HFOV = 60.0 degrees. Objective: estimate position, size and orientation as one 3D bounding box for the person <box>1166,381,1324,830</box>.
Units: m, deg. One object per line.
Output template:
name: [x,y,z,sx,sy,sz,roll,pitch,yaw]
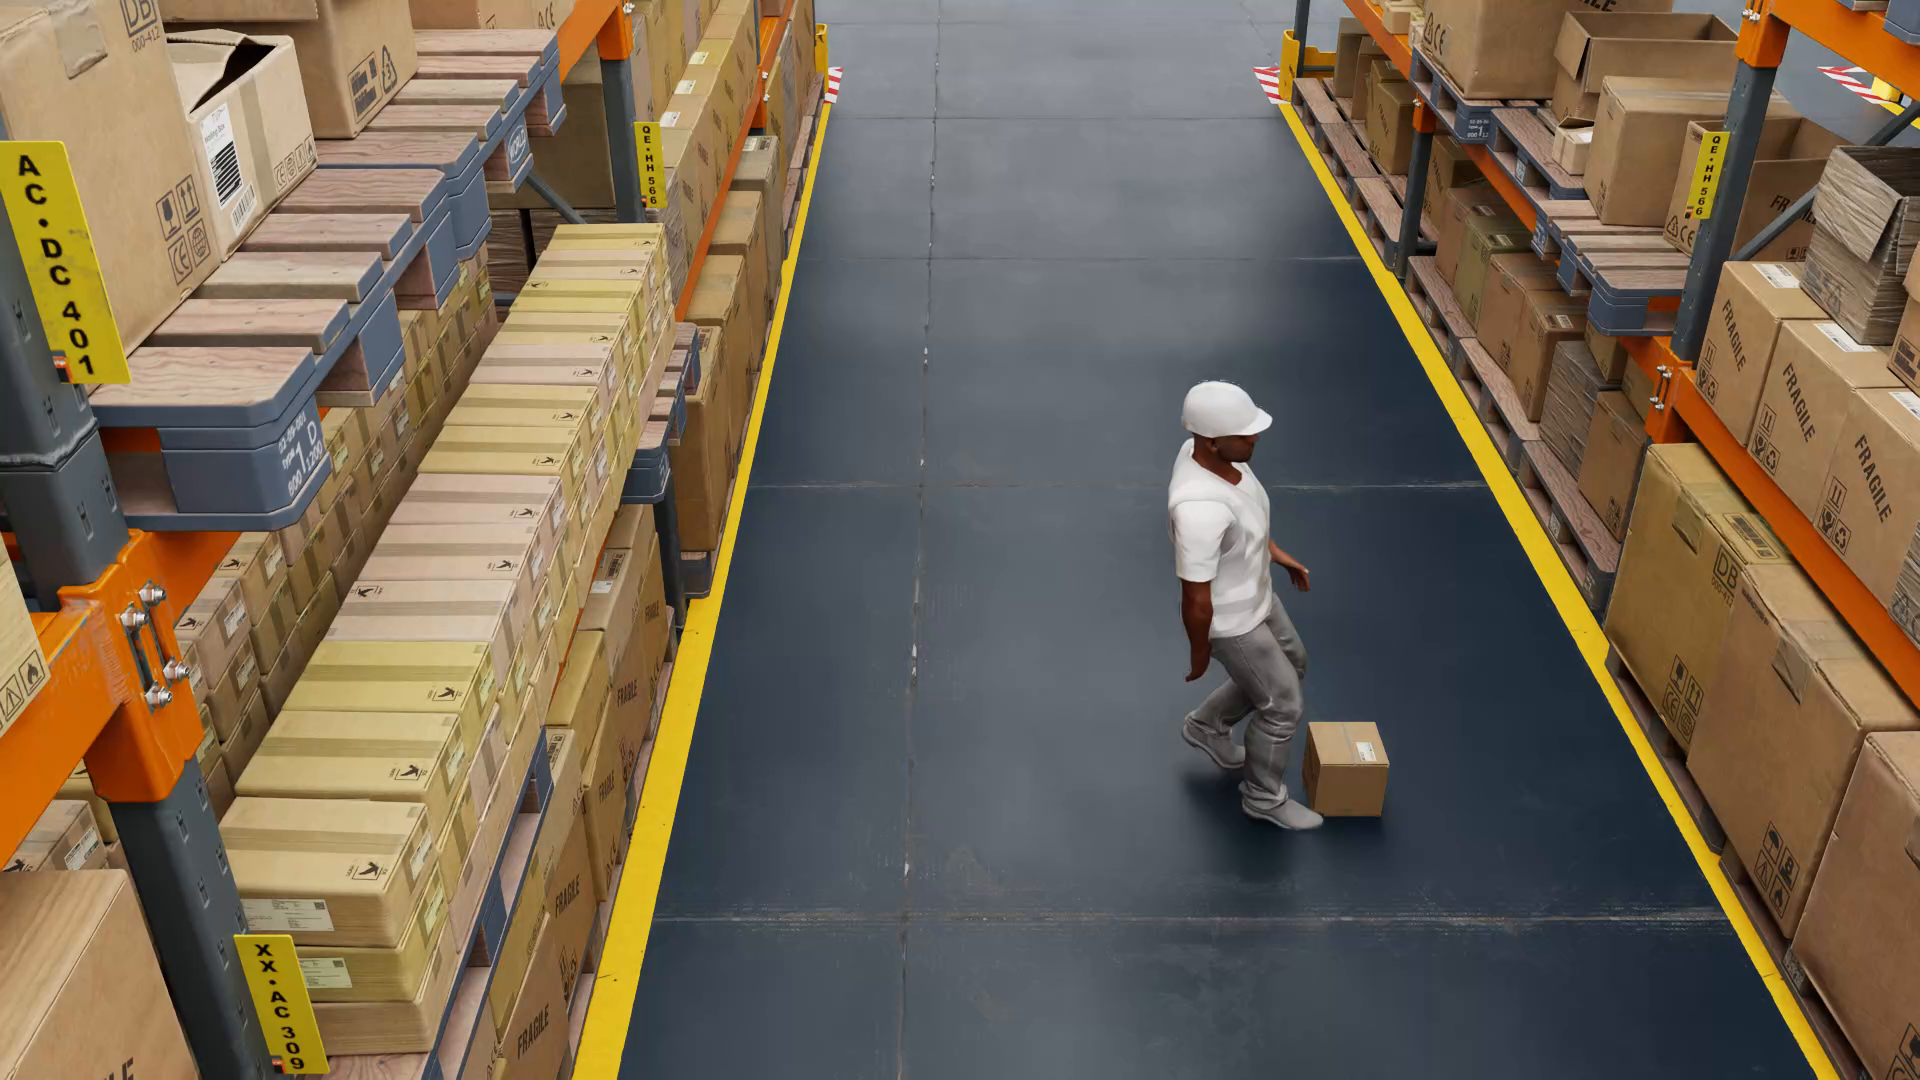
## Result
person: [1.031,0.239,5.781,0.659,1.736,0.625,6,32,10]
